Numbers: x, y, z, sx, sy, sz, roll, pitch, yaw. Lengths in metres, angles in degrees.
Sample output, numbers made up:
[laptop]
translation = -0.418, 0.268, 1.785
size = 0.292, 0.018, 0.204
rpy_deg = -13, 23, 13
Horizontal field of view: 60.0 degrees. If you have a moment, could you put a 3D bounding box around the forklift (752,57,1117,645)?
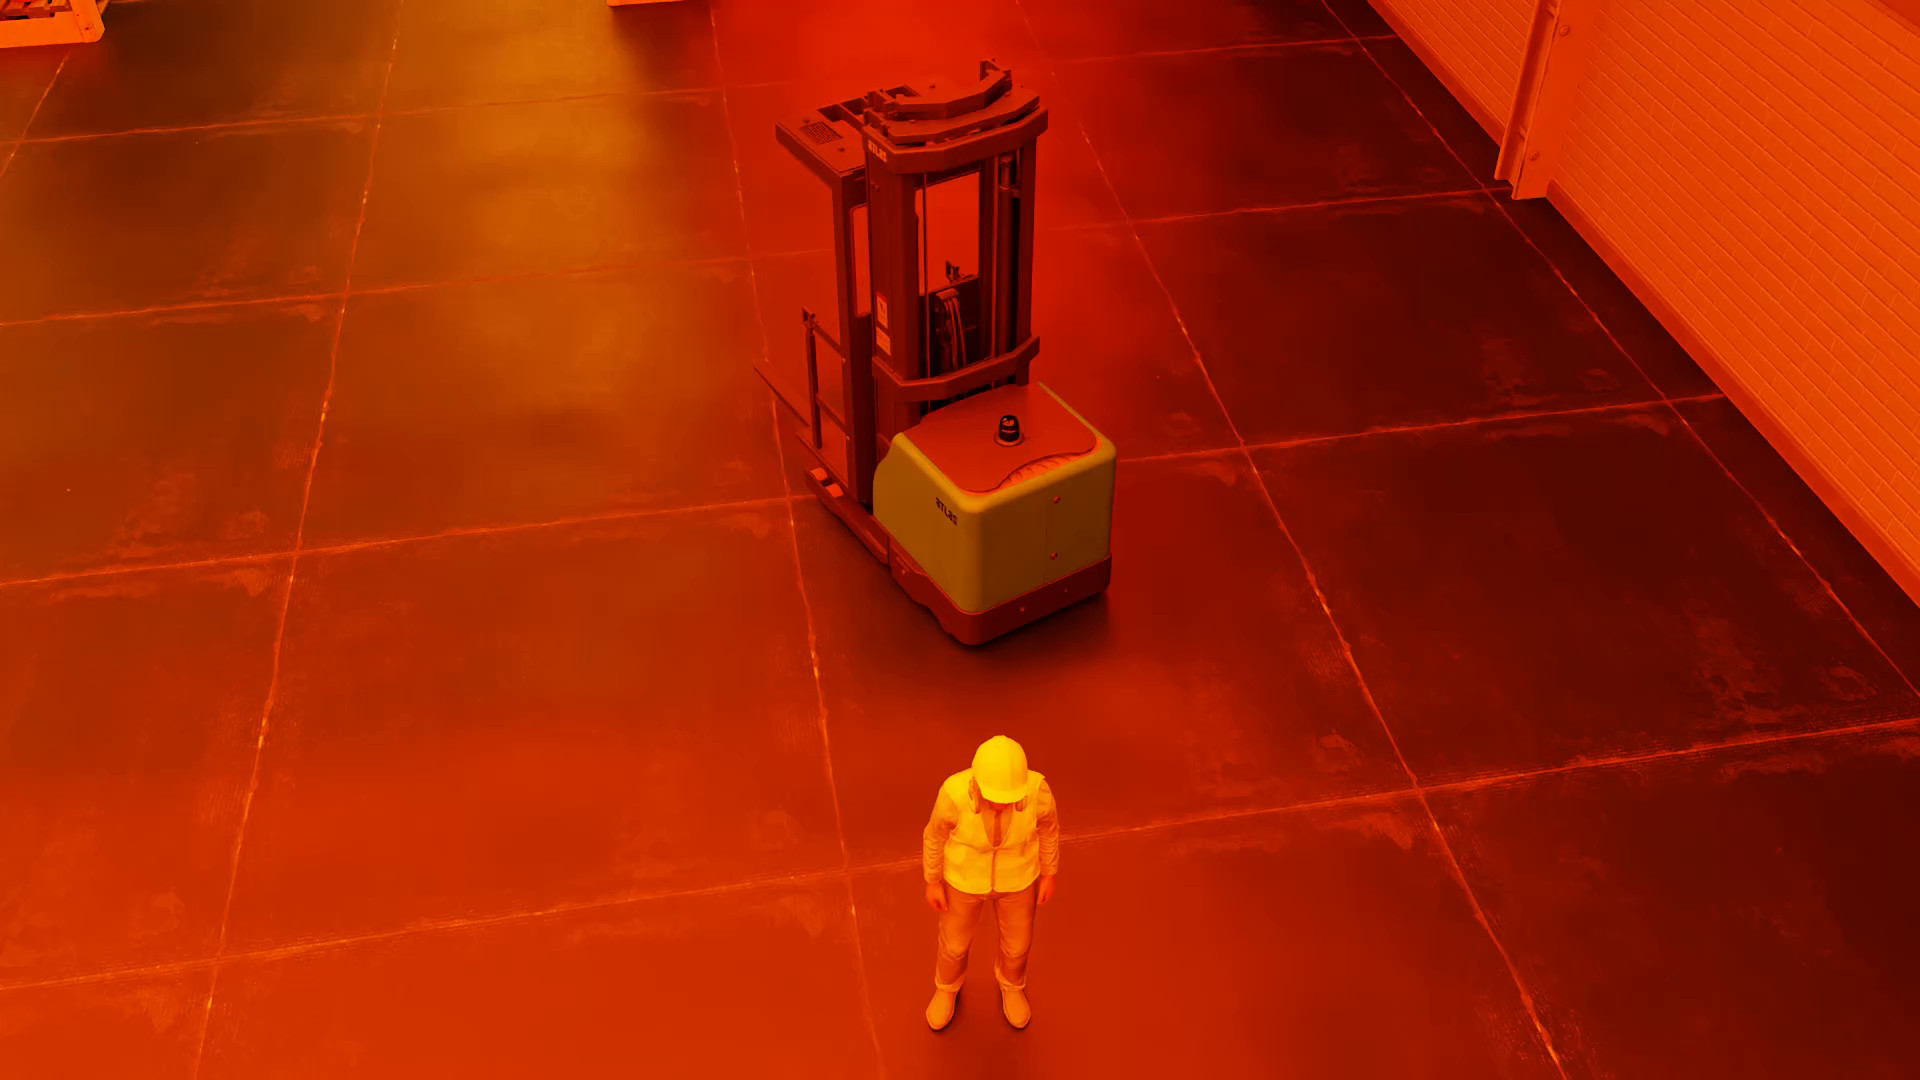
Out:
[forklift]
translation = -0.325, -1.450, 9.663
size = 1.130, 2.935, 3.031
rpy_deg = -22, 45, -24

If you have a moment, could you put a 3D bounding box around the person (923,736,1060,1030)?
[person]
translation = 0.132, 1.445, 7.154
size = 0.590, 1.770, 0.465
rpy_deg = -3, 40, -3
